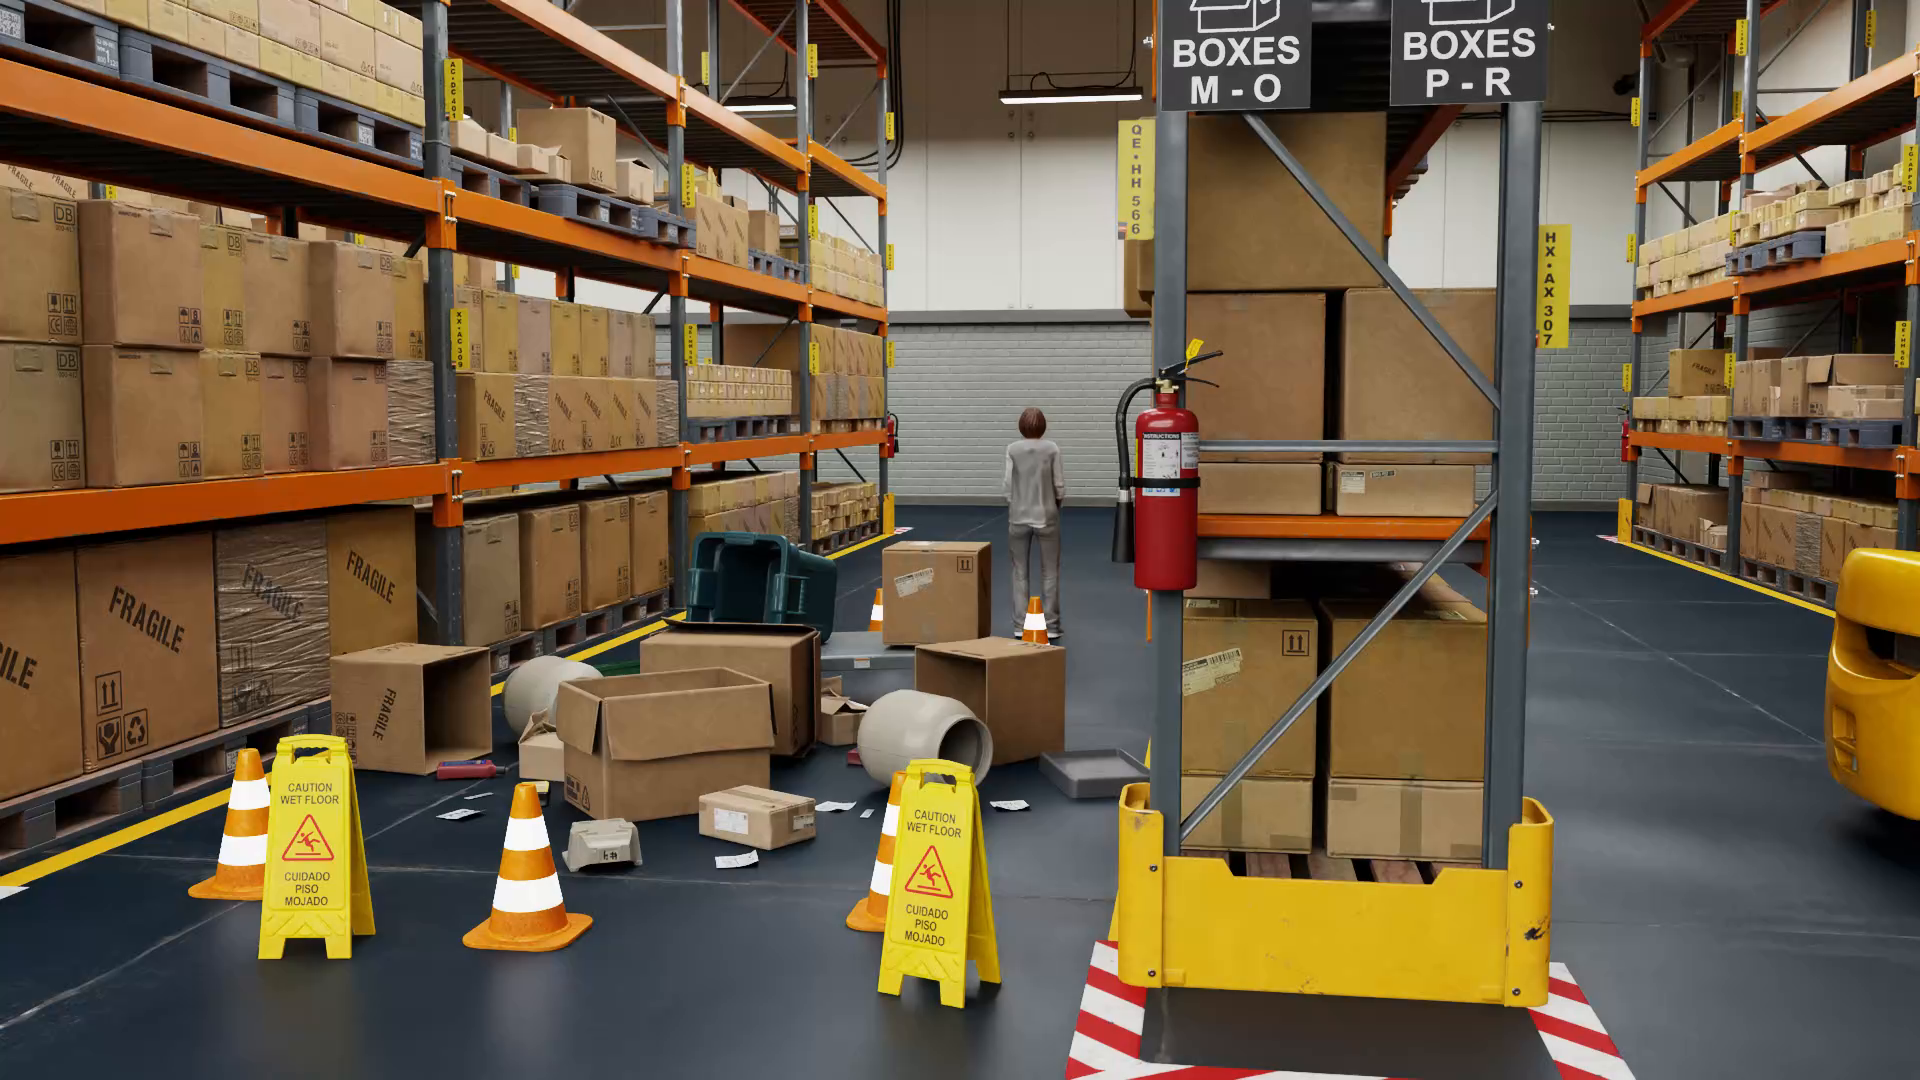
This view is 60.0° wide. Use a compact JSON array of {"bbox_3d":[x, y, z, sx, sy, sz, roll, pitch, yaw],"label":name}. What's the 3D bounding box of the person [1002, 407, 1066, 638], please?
[{"bbox_3d":[0.518,-0.123,11.562,0.443,1.603,0.436,1,5,8],"label":"person"}]
